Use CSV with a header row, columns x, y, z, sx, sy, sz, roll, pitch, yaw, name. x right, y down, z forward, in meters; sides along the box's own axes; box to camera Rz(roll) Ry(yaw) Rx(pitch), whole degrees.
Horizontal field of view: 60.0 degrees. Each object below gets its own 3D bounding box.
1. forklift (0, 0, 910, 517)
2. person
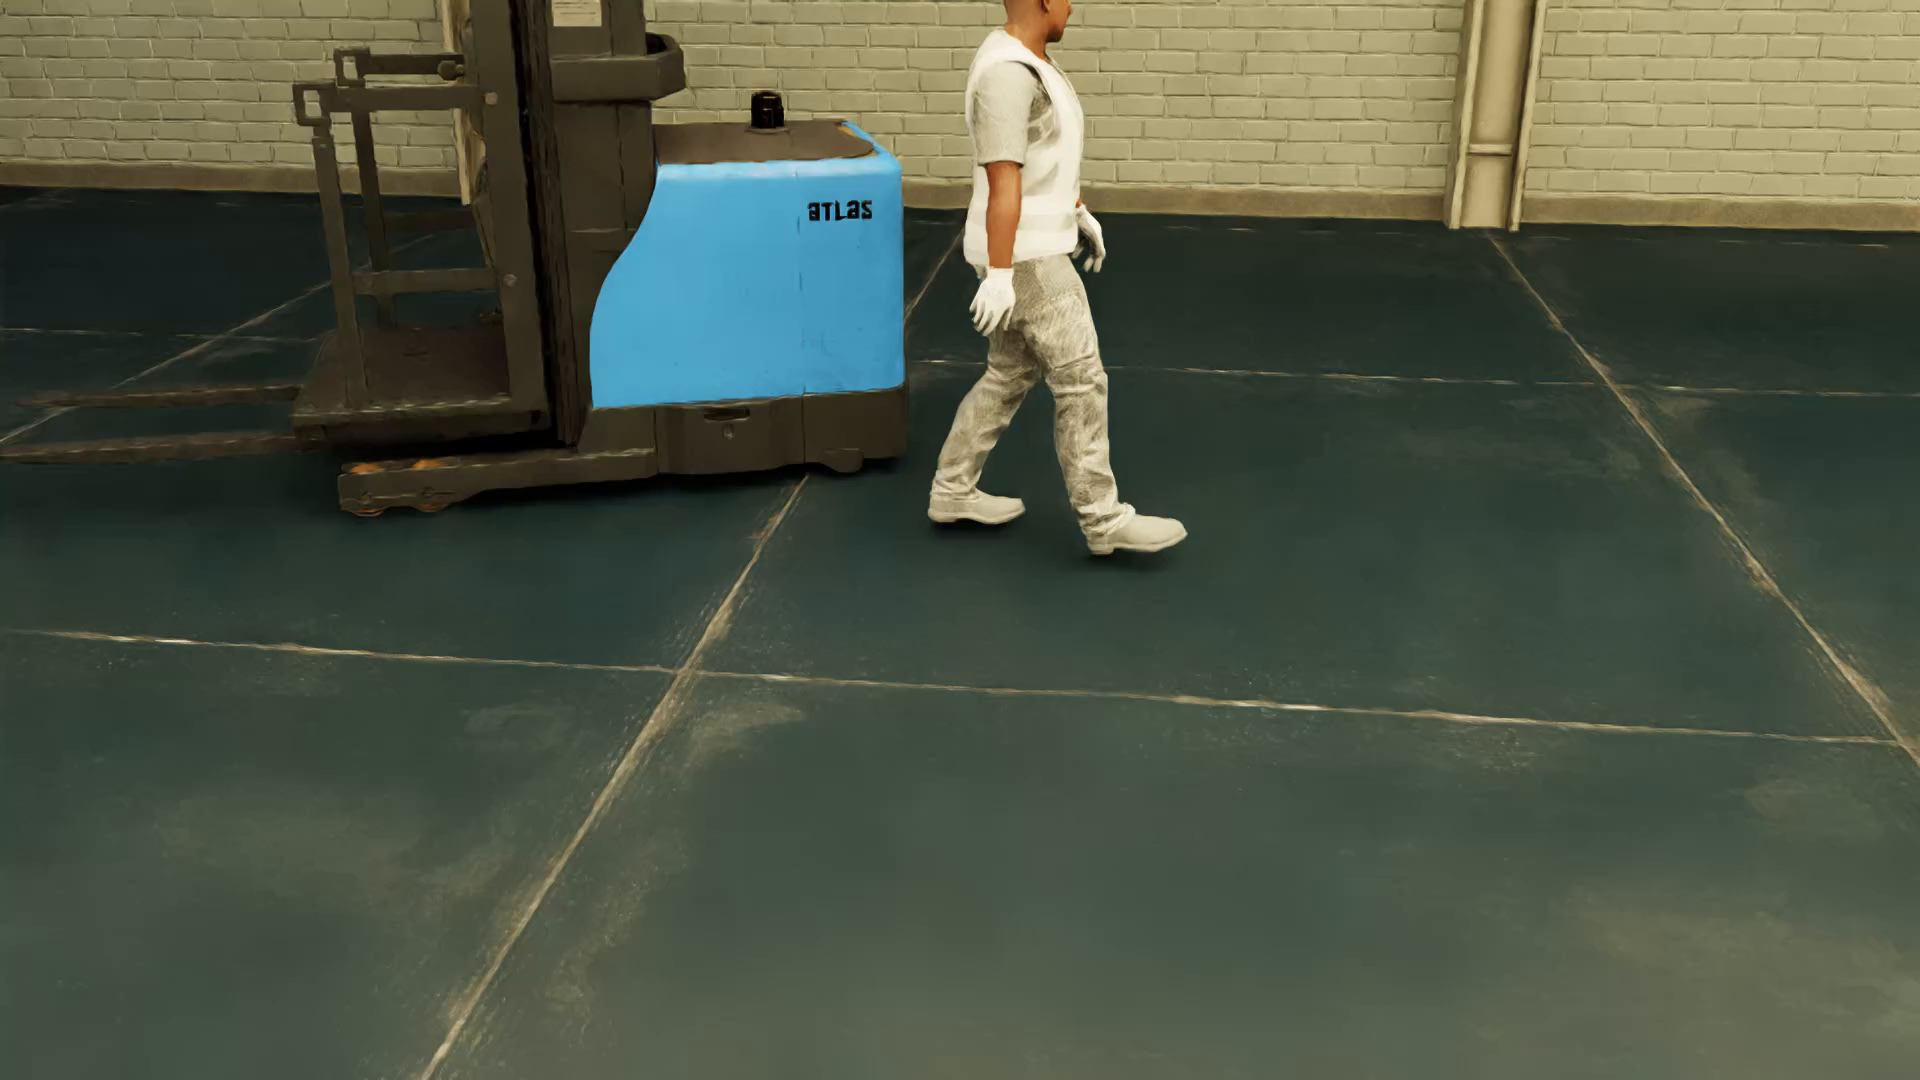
x,y,z,sx,sy,sz,roll,pitch,yaw,name
-1.748,-1.650,5.351,3.031,2.935,1.130,-5,22,-12,forklift
0.288,-0.833,4.834,0.781,1.753,0.732,1,22,1,person
